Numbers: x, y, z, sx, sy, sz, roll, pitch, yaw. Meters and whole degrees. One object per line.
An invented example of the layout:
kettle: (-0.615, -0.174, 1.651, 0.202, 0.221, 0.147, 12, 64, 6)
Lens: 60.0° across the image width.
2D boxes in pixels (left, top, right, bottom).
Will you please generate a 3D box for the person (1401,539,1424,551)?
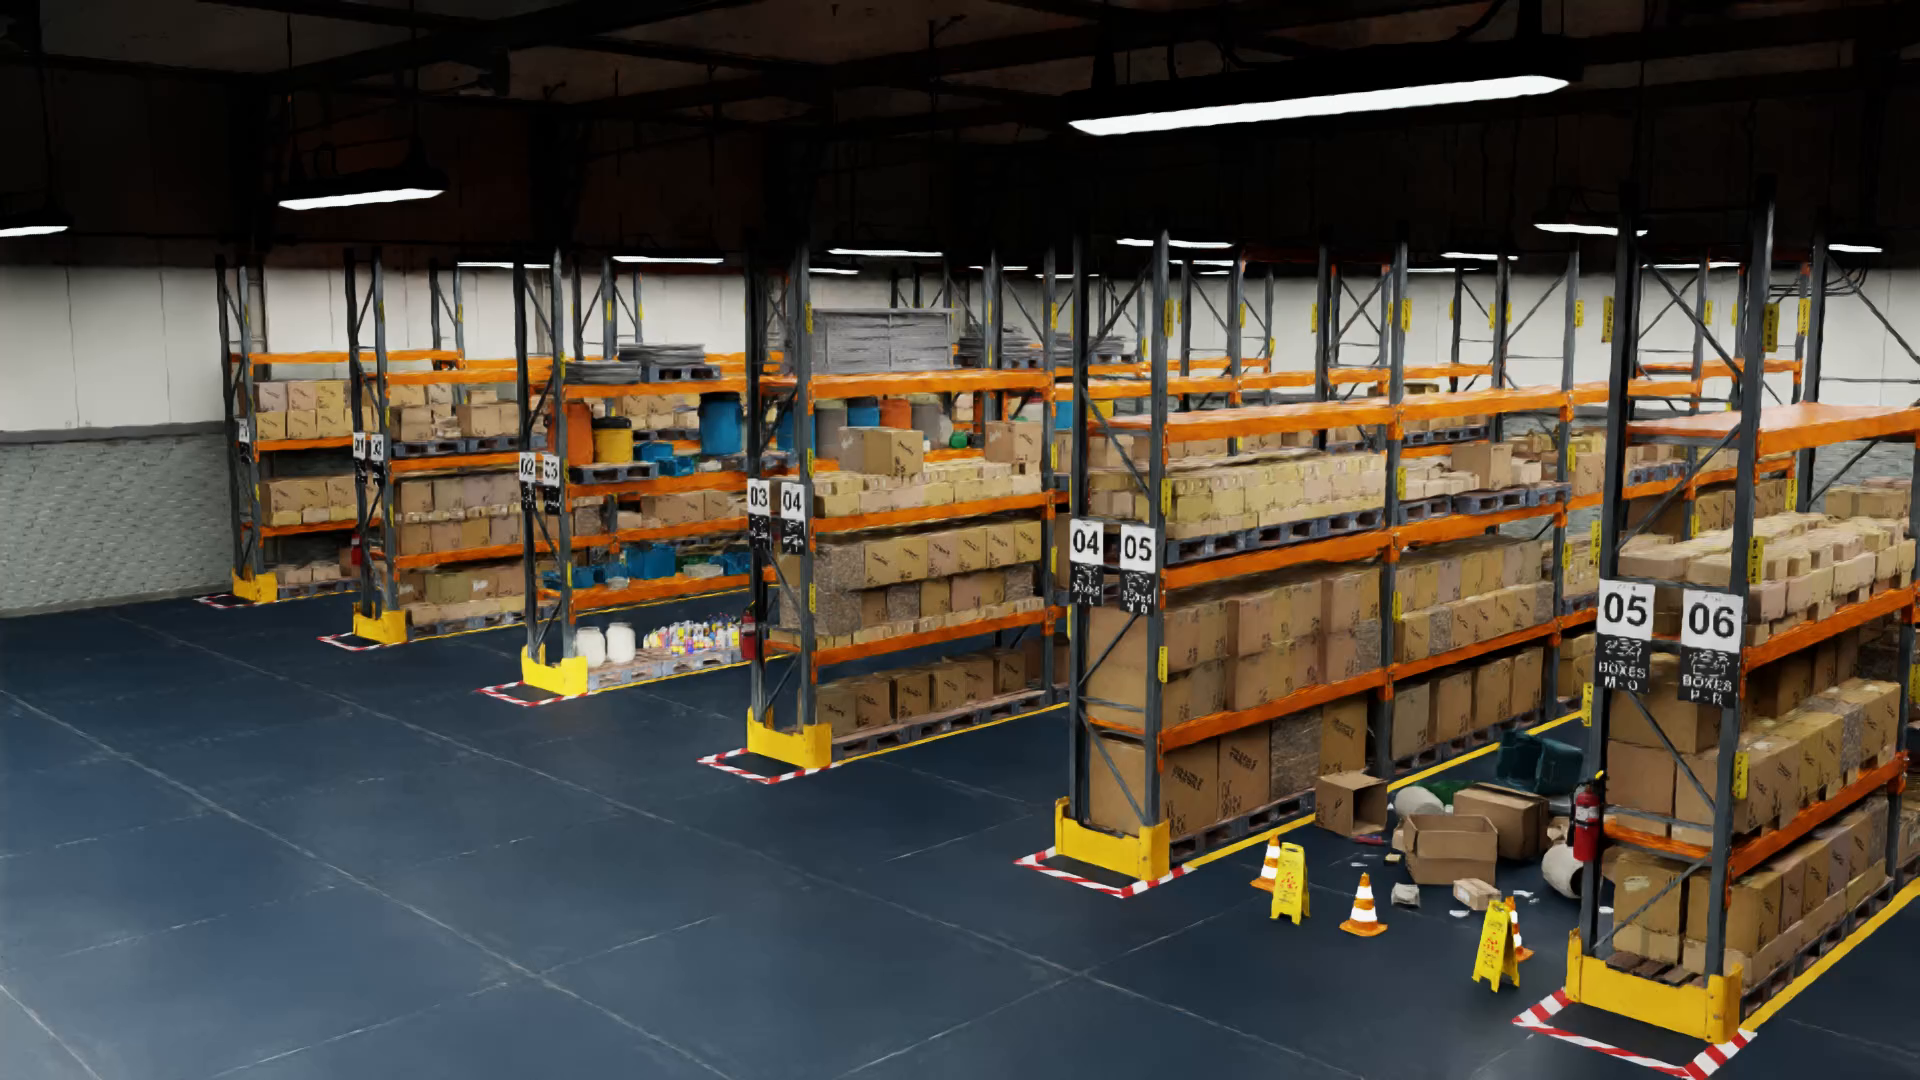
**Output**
person: (7.009, 0.695, 25.605, 0.702, 1.735, 0.549, 8, 11, 43)
